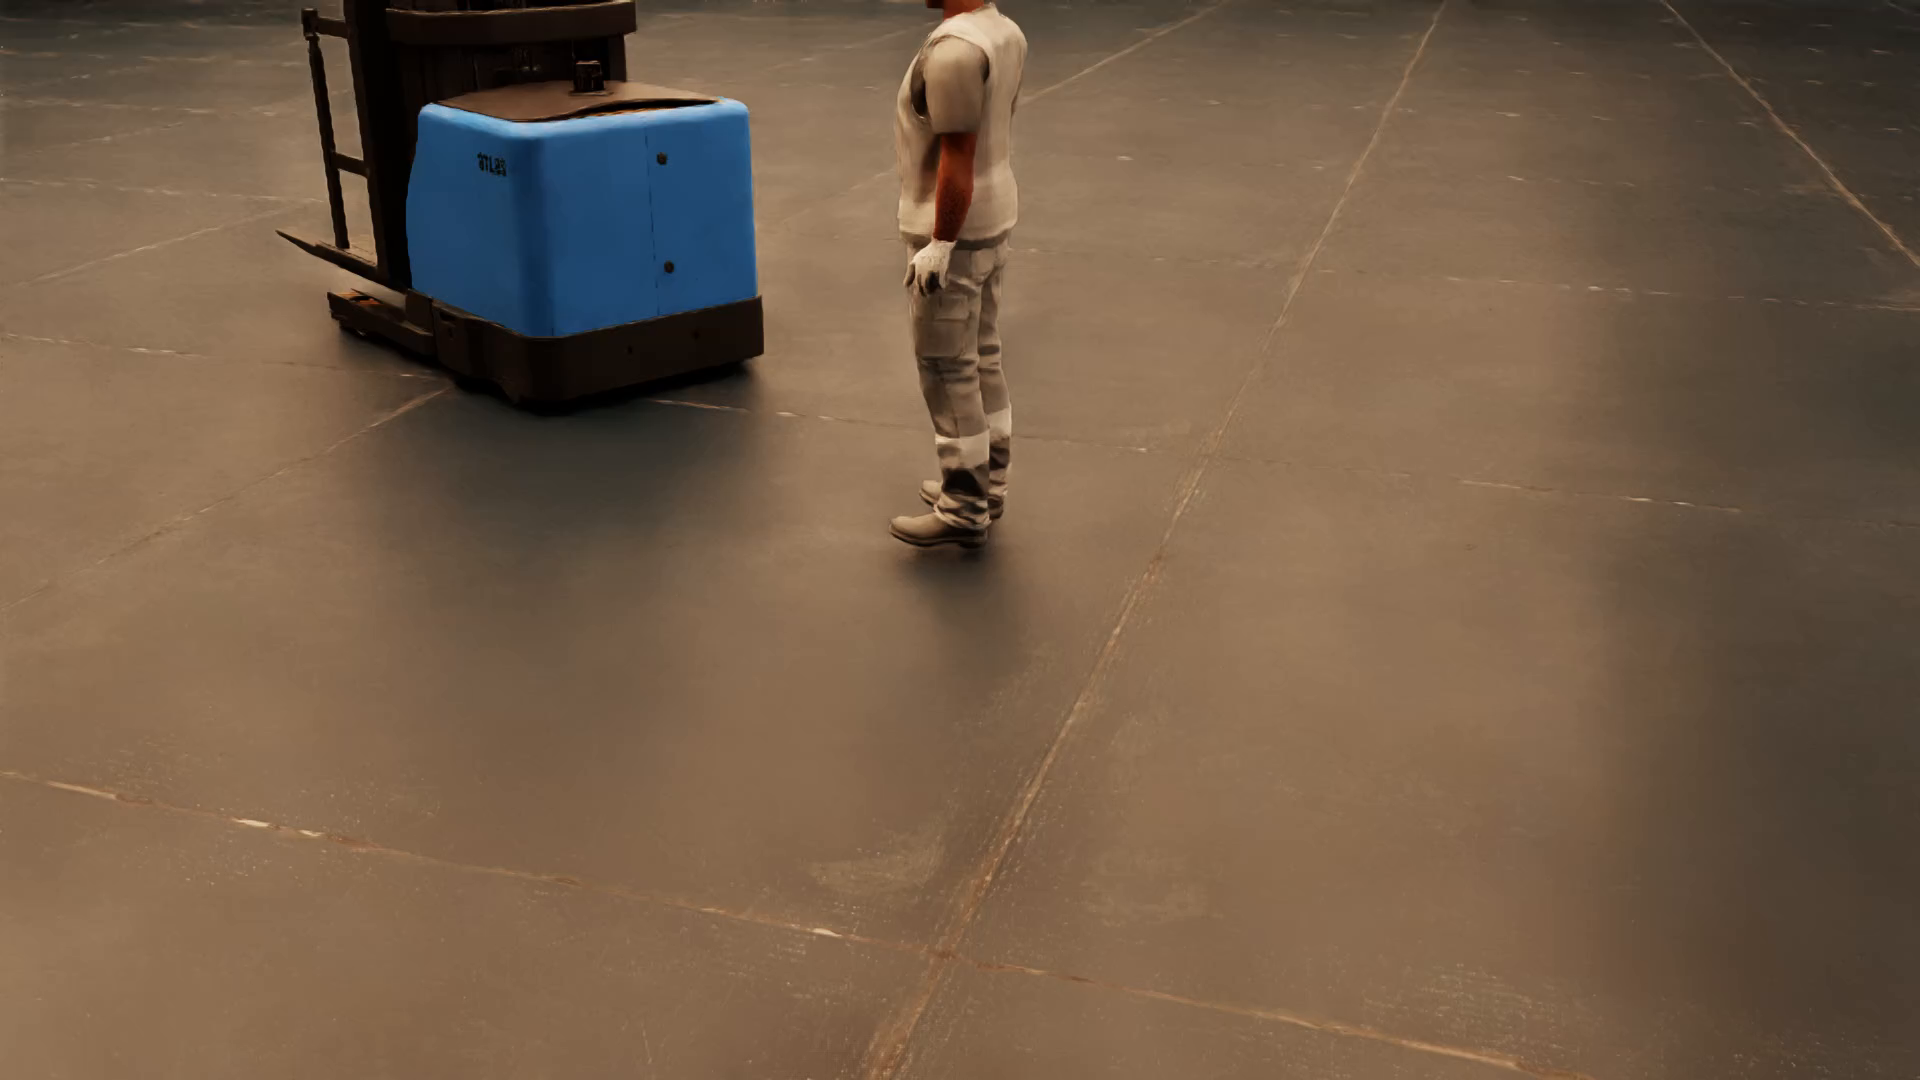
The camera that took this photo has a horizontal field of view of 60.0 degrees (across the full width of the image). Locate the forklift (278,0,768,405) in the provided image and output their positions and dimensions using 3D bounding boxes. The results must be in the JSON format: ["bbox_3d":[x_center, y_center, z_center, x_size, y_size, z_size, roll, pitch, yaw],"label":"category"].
[{"bbox_3d":[-2.137,-2.345,6.960,1.130,2.935,3.031,-19,29,-38],"label":"forklift"}]

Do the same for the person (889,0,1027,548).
[{"bbox_3d":[-0.020,-0.867,4.768,0.350,1.795,0.538,7,23,16],"label":"person"}]
